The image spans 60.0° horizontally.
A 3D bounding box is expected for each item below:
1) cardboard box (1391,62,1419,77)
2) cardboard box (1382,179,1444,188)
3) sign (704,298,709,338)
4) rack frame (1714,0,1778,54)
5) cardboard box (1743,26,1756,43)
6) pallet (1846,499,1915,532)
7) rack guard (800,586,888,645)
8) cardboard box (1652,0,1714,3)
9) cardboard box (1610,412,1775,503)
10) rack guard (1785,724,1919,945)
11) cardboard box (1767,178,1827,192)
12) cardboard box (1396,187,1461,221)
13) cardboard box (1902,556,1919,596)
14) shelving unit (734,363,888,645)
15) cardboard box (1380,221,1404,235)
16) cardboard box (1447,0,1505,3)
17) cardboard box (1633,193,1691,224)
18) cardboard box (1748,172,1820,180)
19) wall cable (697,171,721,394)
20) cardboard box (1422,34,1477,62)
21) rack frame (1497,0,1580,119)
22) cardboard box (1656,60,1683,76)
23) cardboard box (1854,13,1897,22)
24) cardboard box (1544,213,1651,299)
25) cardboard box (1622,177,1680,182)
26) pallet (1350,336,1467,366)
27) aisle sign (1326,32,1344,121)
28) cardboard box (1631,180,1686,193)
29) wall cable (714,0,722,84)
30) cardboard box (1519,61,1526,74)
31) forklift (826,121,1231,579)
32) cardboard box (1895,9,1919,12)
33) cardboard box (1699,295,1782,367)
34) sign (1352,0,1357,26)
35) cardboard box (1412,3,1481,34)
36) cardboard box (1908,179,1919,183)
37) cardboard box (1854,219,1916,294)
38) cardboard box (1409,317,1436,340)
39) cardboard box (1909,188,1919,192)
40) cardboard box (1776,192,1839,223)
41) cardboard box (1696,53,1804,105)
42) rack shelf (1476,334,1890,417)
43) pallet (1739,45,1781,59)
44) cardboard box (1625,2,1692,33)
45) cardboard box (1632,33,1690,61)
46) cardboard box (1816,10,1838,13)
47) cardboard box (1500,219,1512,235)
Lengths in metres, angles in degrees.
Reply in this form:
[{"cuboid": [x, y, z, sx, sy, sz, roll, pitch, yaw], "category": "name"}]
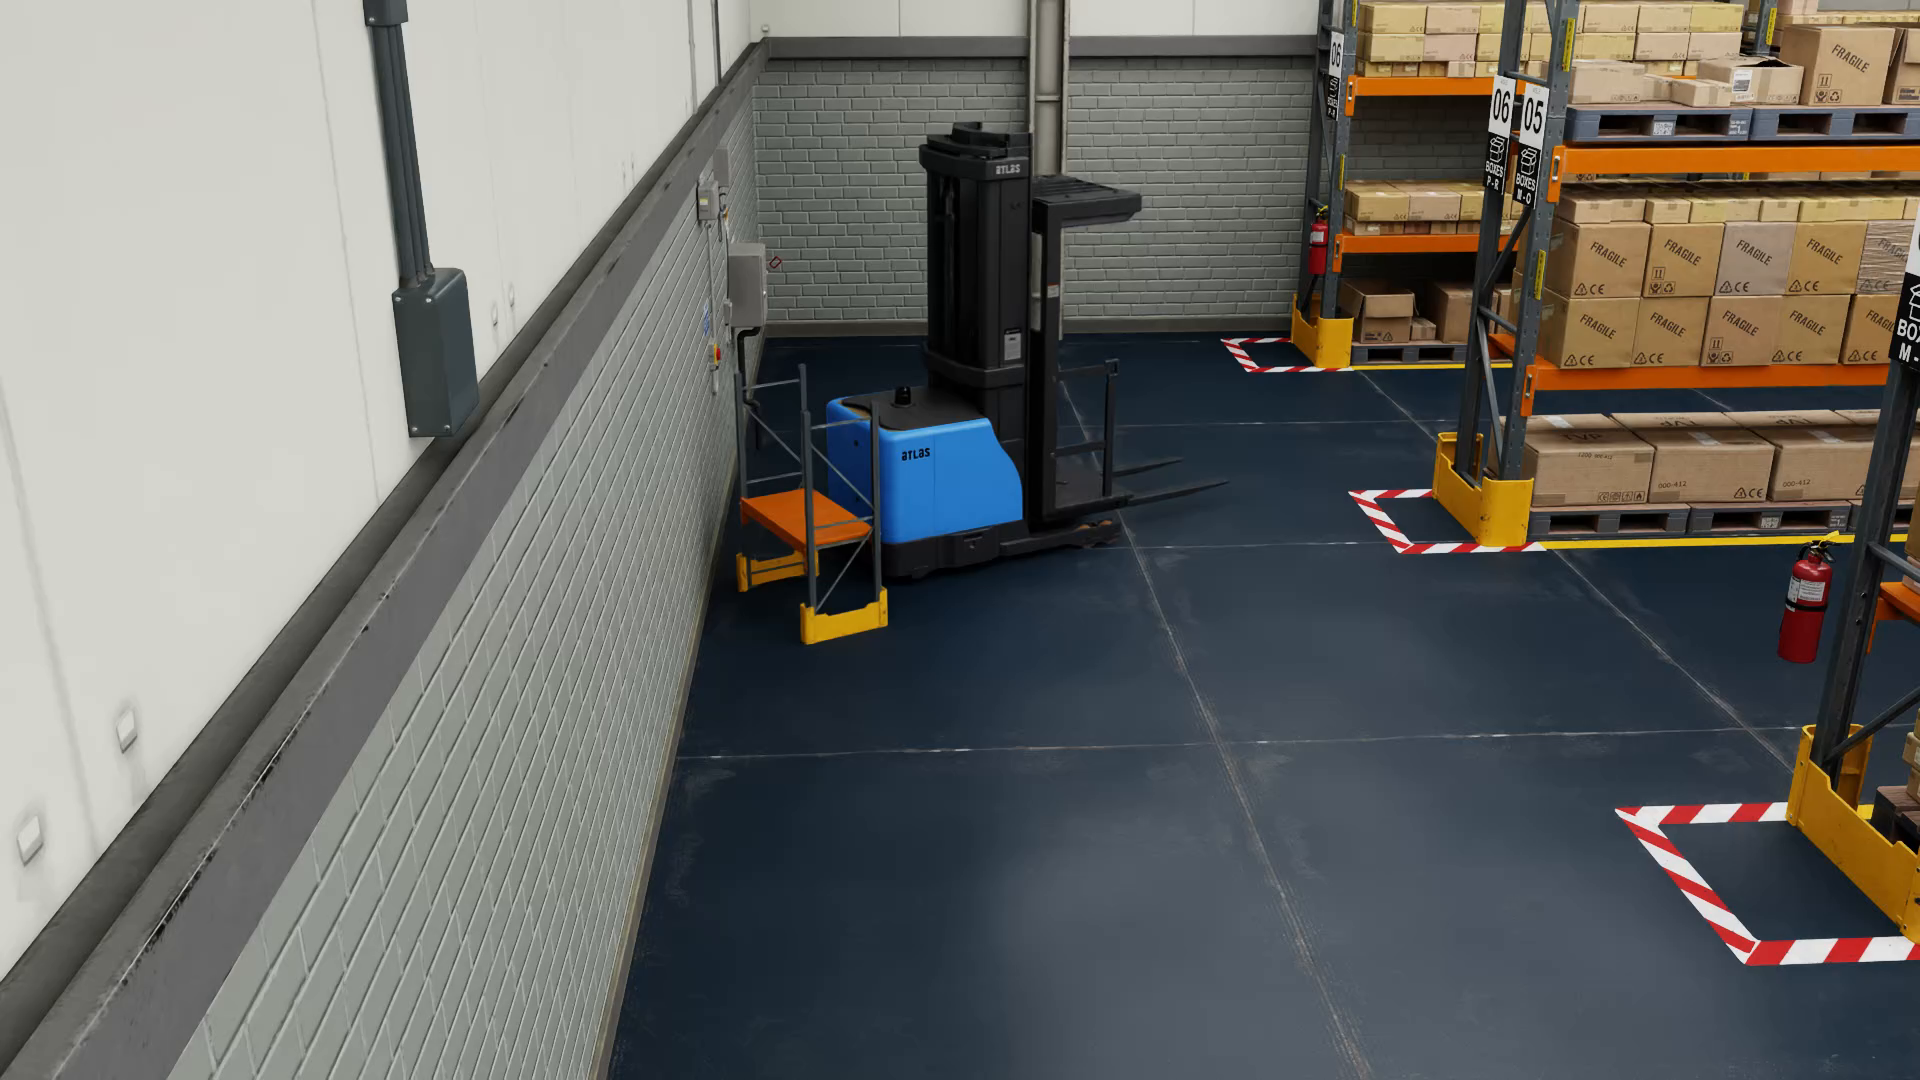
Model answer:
[{"cuboid": [4.224, -4.547, 15.985, 0.250, 0.149, 0.380, -1, 21, -2], "category": "cardboard box"}, {"cuboid": [4.592, -3.506, 16.907, 0.500, 0.250, 0.500, -1, 21, -3], "category": "cardboard box"}, {"cuboid": [-1.767, -1.546, 11.585, 0.001, 0.218, 0.327, -1, 21, -3], "category": "sign"}, {"cuboid": [7.626, -6.209, 15.781, 0.127, 3.000, 1.000, -1, 21, -3], "category": "rack frame"}, {"cuboid": [7.925, -4.963, 16.348, 0.250, 0.149, 0.380, -1, 21, -3], "category": "cardboard box"}, {"cuboid": [7.150, -0.351, 12.746, 1.213, 0.211, 1.003, -1, 21, -3], "category": "pallet"}, {"cuboid": [-0.731, 0.476, 10.520, 0.587, 0.250, 0.087, -12, 24, -28], "category": "rack guard"}, {"cuboid": [7.116, -5.200, 16.438, 0.500, 0.250, 0.500, -1, 21, -4], "category": "cardboard box"}, {"cuboid": [5.486, -0.630, 12.570, 0.875, 0.438, 0.875, -1, 21, -2], "category": "cardboard box"}, {"cuboid": [4.379, 1.363, 7.840, 0.348, 0.500, 1.175, -1, 21, -3], "category": "rack guard"}, {"cuboid": [6.062, -2.520, 12.068, 0.250, 0.149, 0.380, -1, 21, -3], "category": "cardboard box"}, {"cuboid": [4.604, -3.316, 16.409, 0.500, 0.250, 0.500, -1, 21, -2], "category": "cardboard box"}, {"cuboid": [4.613, 0.206, 7.717, 0.250, 0.149, 0.380, -1, 21, -3], "category": "cardboard box"}, {"cuboid": [-0.985, -0.261, 10.698, 0.587, 1.500, 1.083, -12, 24, -28], "category": "shelving unit"}, {"cuboid": [4.228, -3.137, 16.498, 0.250, 0.149, 0.380, -1, 21, -2], "category": "cardboard box"}, {"cuboid": [5.094, -5.161, 16.335, 0.500, 0.250, 0.500, -1, 21, -3], "category": "cardboard box"}, {"cuboid": [4.814, -2.282, 11.441, 0.250, 0.149, 0.380, -1, 21, -1], "category": "cardboard box"}, {"cuboid": [8.122, -3.578, 16.573, 0.500, 0.500, 0.700, -1, 21, -2], "category": "cardboard box"}, {"cuboid": [-1.708, -1.927, 11.495, 0.123, 1.953, 0.585, -1, 21, -3], "category": "wall cable"}, {"cuboid": [4.598, -4.724, 15.890, 0.500, 0.250, 0.500, -1, 21, -2], "category": "cardboard box"}, {"cuboid": [3.920, -4.364, 10.937, 0.127, 3.000, 1.000, -1, 21, -3], "category": "rack frame"}, {"cuboid": [6.771, -4.571, 16.048, 0.250, 0.149, 0.380, 0, 21, -1], "category": "cardboard box"}, {"cuboid": [8.723, -4.957, 15.914, 0.250, 0.149, 0.380, -1, 21, -4], "category": "cardboard box"}, {"cuboid": [4.415, -1.983, 11.568, 0.500, 0.500, 0.500, -2, 21, -4], "category": "cardboard box"}, {"cuboid": [7.116, -3.560, 17.048, 0.500, 0.250, 0.500, -1, 21, -4], "category": "cardboard box"}, {"cuboid": [4.504, -2.038, 17.179, 1.213, 0.211, 1.003, -1, 21, -3], "category": "pallet"}, {"cuboid": [3.581, -4.433, 15.895, 0.004, 0.787, 0.394, -1, 21, -3], "category": "aisle sign"}, {"cuboid": [5.025, -2.495, 12.002, 0.250, 0.149, 0.380, -1, 21, -2], "category": "cardboard box"}, {"cuboid": [-1.905, -5.424, 13.667, 0.133, 3.039, 2.988, -1, 21, -3], "category": "wall cable"}, {"cuboid": [5.241, -4.549, 15.991, 0.250, 0.149, 0.380, -1, 21, -4], "category": "cardboard box"}, {"cuboid": [0.586, -1.461, 11.839, 3.031, 2.935, 1.130, -11, 23, -27], "category": "forklift"}, {"cuboid": [9.456, -5.160, 16.446, 0.250, 0.149, 0.380, -1, 21, -2], "category": "cardboard box"}, {"cuboid": [5.428, -1.539, 11.807, 0.500, 0.500, 0.500, -1, 21, -3], "category": "cardboard box"}, {"cuboid": [3.664, -4.941, 15.440, 0.005, 0.325, 0.100, -1, 21, -3], "category": "sign"}, {"cuboid": [4.599, -4.952, 15.785, 0.500, 0.250, 0.500, -1, 21, -3], "category": "cardboard box"}, {"cuboid": [7.075, -2.514, 12.050, 0.250, 0.149, 0.380, -1, 21, -4], "category": "cardboard box"}, {"cuboid": [6.443, -2.027, 11.683, 0.500, 0.500, 0.500, -1, 21, -2], "category": "cardboard box"}, {"cuboid": [4.675, -2.161, 16.998, 0.250, 0.149, 0.380, -2, 21, -5], "category": "cardboard box"}, {"cuboid": [6.853, -2.360, 11.646, 0.250, 0.149, 0.380, -1, 21, -3], "category": "cardboard box"}, {"cuboid": [5.841, -2.303, 11.497, 0.250, 0.149, 0.380, -2, 21, -4], "category": "cardboard box"}, {"cuboid": [5.417, -3.176, 11.427, 0.500, 0.311, 0.500, -1, 21, -2], "category": "cardboard box"}, {"cuboid": [5.916, -1.265, 12.239, 4.000, 0.370, 1.077, -1, 21, -3], "category": "rack shelf"}, {"cuboid": [8.281, -4.707, 16.318, 1.003, 0.211, 1.213, -1, 21, -3], "category": "pallet"}, {"cuboid": [6.630, -5.000, 15.913, 0.500, 0.250, 0.500, -1, 21, -4], "category": "cardboard box"}, {"cuboid": [6.640, -4.763, 15.992, 0.500, 0.250, 0.500, -2, 21, -5], "category": "cardboard box"}, {"cuboid": [8.423, -5.140, 16.395, 0.250, 0.149, 0.380, -2, 21, -4], "category": "cardboard box"}, {"cuboid": [5.266, -3.124, 16.464, 0.250, 0.149, 0.380, -2, 21, -5], "category": "cardboard box"}]
